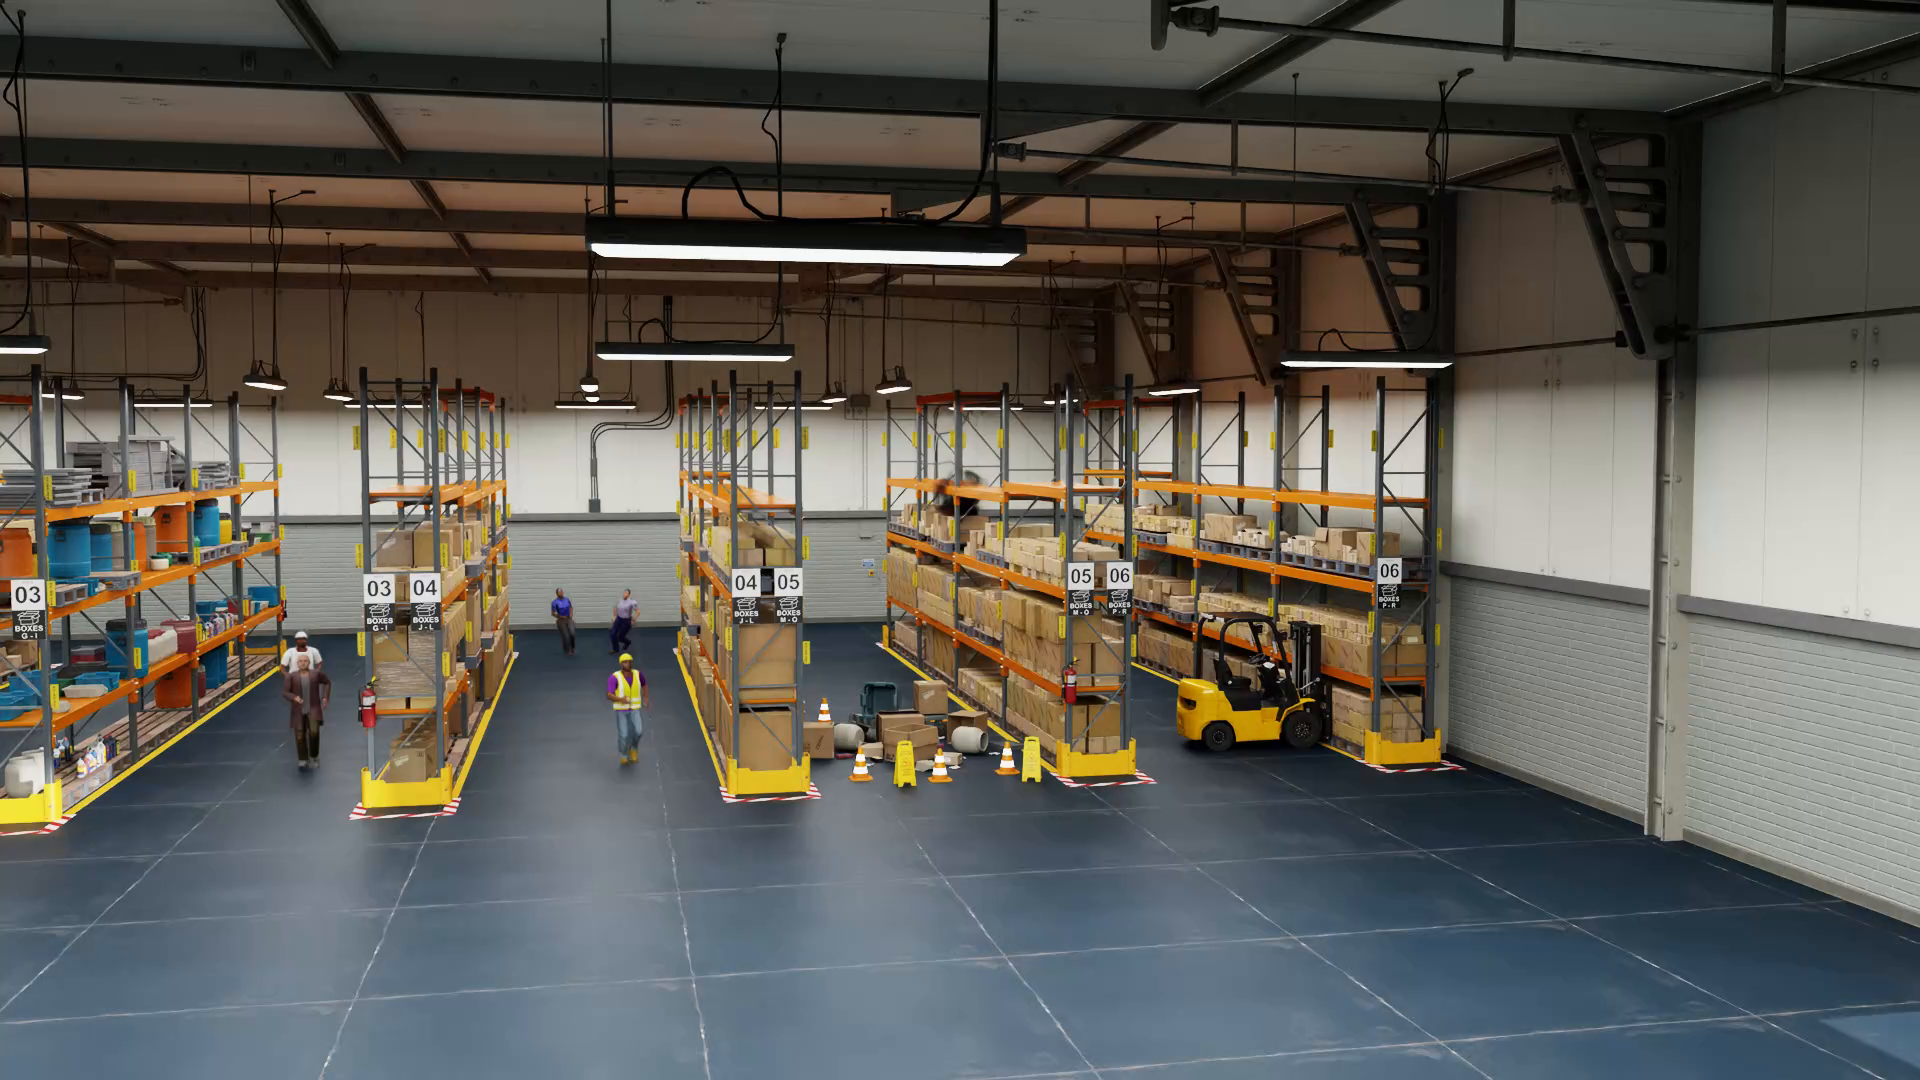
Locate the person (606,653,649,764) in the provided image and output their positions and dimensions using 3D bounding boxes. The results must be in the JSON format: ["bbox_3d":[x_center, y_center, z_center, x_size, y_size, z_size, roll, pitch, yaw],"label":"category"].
[{"bbox_3d":[-5.081,2.600,25.578,0.706,1.718,0.636,-2,4,-27],"label":"person"}]

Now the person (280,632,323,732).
[{"bbox_3d":[-11.364,2.435,28.741,0.702,1.724,0.652,-2,4,-27],"label":"person"}]

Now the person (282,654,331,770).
[{"bbox_3d":[-9.919,2.614,25.237,0.684,1.763,0.765,-1,4,-18],"label":"person"}]

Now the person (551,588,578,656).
[{"bbox_3d":[-9.152,1.905,38.517,0.623,1.609,0.554,-2,4,-31],"label":"person"}]

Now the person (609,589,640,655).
[{"bbox_3d":[-7.870,1.921,39.043,0.720,1.549,0.513,2,4,25],"label":"person"}]
